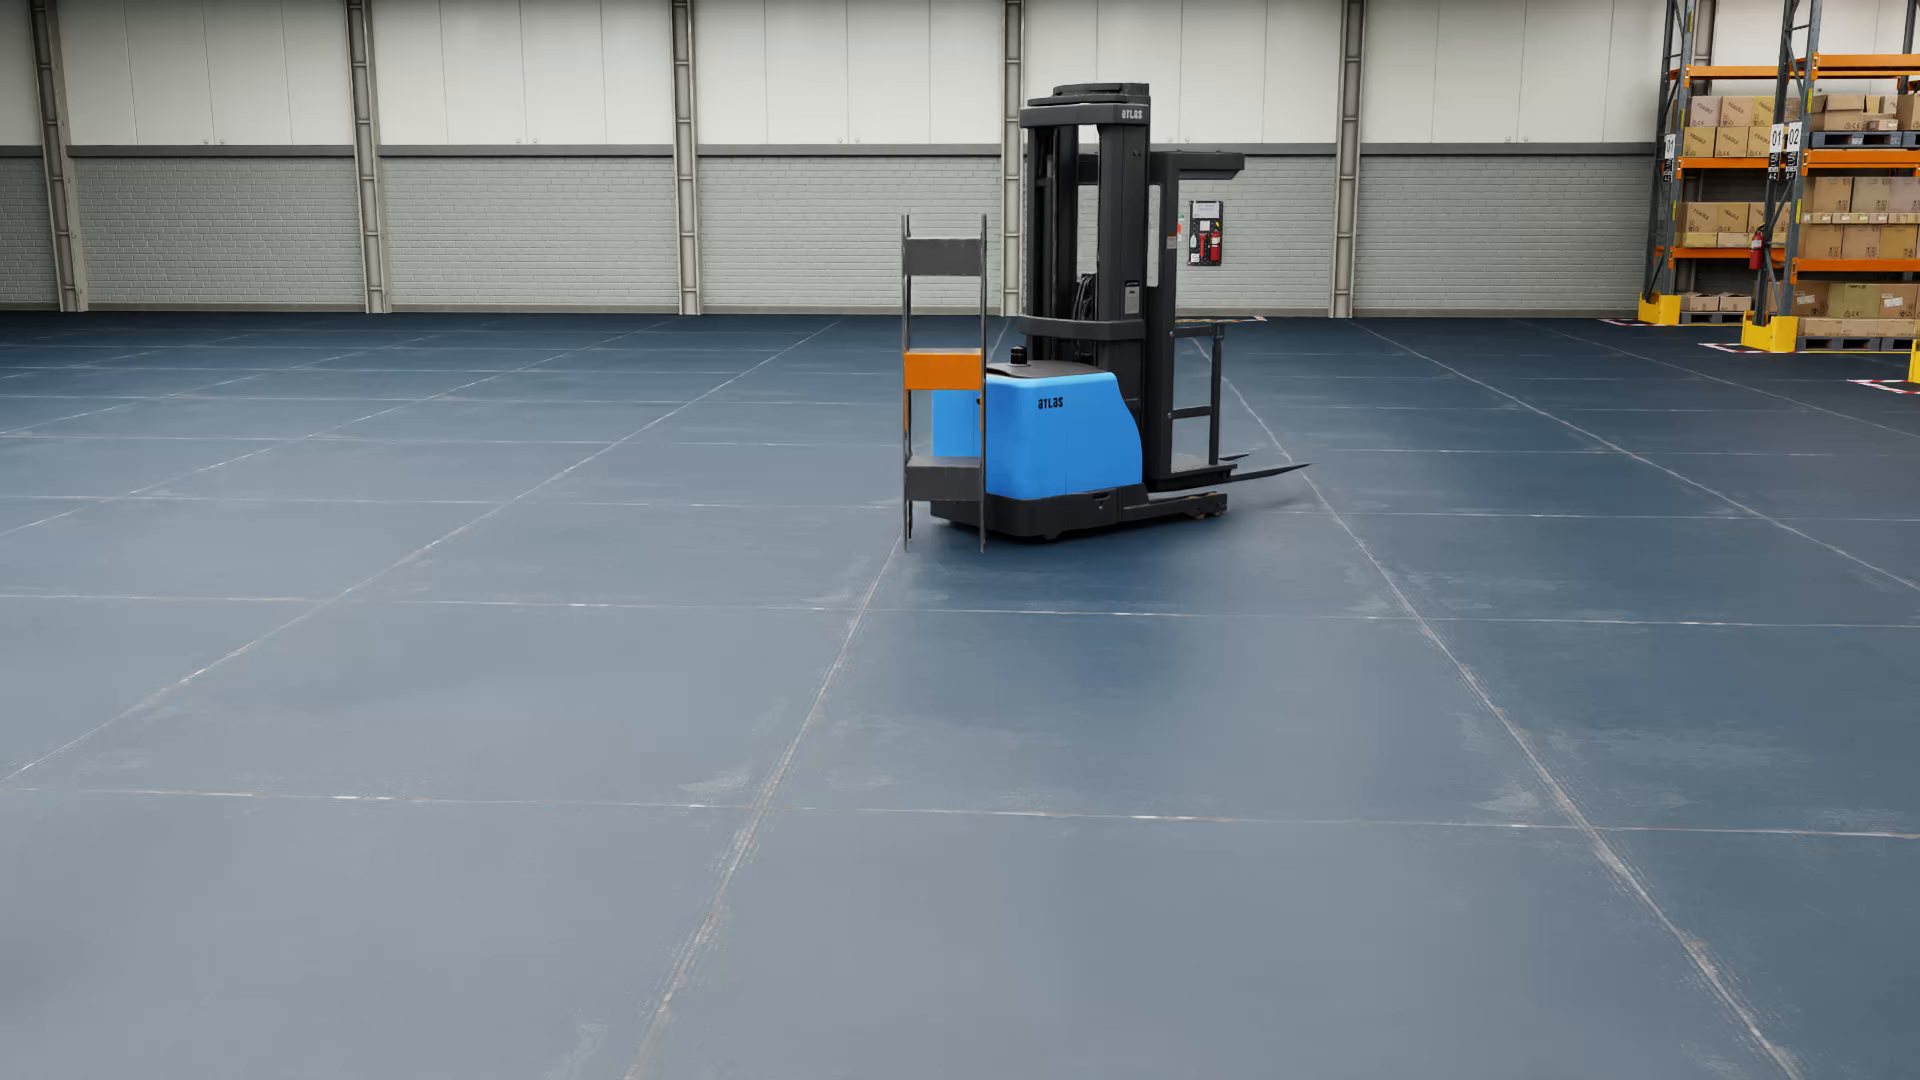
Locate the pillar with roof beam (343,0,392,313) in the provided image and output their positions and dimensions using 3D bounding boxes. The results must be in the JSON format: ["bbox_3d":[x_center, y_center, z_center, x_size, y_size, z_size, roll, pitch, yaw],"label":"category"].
[{"bbox_3d":[-11.307,-7.842,26.428,0.400,9.000,9.100,1,12,4],"label":"pillar with roof beam"}]

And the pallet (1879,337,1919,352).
[{"bbox_3d":[13.823,-2.893,24.233,1.213,0.211,1.003,1,12,4],"label":"pallet"}]

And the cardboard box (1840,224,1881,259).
[{"bbox_3d":[12.832,-4.311,23.956,0.500,0.500,0.700,1,12,5],"label":"cardboard box"}]

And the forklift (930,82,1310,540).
[{"bbox_3d":[1.264,-1.654,11.665,3.031,2.935,1.130,-9,15,-38],"label":"forklift"}]

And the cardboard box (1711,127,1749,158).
[{"bbox_3d":[13.021,-6.746,28.222,0.500,0.500,0.500,2,12,8],"label":"cardboard box"}]

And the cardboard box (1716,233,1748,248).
[{"bbox_3d":[13.155,-5.150,28.529,0.500,0.250,0.500,0,12,2],"label":"cardboard box"}]

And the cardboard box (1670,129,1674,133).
[{"bbox_3d":[12.604,-6.862,28.778,0.500,0.500,0.500,2,12,8],"label":"cardboard box"}]

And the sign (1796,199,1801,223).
[{"bbox_3d":[11.800,-4.626,23.401,0.005,0.325,0.100,1,12,4],"label":"sign"}]

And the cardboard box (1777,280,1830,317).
[{"bbox_3d":[12.398,-3.557,24.457,0.500,0.500,0.500,1,12,4],"label":"cardboard box"}]

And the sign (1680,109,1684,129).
[{"bbox_3d":[12.134,-7.074,27.951,0.005,0.325,0.100,1,12,4],"label":"sign"}]

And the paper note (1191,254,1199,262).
[{"bbox_3d":[4.305,-5.165,30.437,0.142,0.148,0.016,1,12,4],"label":"paper note"}]

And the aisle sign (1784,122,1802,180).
[{"bbox_3d":[11.757,-5.488,23.478,0.004,0.787,0.394,1,12,4],"label":"aisle sign"}]

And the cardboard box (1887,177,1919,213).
[{"bbox_3d":[13.389,-4.939,23.789,0.500,0.500,0.700,1,12,4],"label":"cardboard box"}]

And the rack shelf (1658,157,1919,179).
[{"bbox_3d":[14.166,-6.378,28.513,4.000,0.370,1.077,1,12,4],"label":"rack shelf"}]

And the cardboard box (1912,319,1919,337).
[{"bbox_3d":[13.860,-3.063,23.926,0.500,0.250,0.500,1,12,4],"label":"cardboard box"}]

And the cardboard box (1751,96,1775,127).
[{"bbox_3d":[13.548,-7.229,28.089,0.500,0.500,0.500,1,12,5],"label":"cardboard box"}]

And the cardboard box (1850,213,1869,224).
[{"bbox_3d":[12.733,-4.588,23.694,0.250,0.149,0.380,1,12,4],"label":"cardboard box"}]

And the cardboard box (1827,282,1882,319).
[{"bbox_3d":[12.862,-3.445,23.918,0.500,0.500,0.500,1,12,4],"label":"cardboard box"}]

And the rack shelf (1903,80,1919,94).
[{"bbox_3d":[18.157,-7.596,27.985,4.000,0.370,1.077,1,12,4],"label":"rack shelf"}]

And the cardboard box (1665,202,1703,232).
[{"bbox_3d":[12.655,-5.630,28.991,0.500,0.500,0.500,1,12,3],"label":"cardboard box"}]

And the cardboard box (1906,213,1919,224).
[{"bbox_3d":[13.506,-4.577,23.644,0.250,0.149,0.380,1,12,3],"label":"cardboard box"}]

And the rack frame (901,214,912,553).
[{"bbox_3d":[-0.337,-0.986,10.501,0.015,2.100,0.400,1,12,3],"label":"rack frame"}]

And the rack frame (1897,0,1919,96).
[{"bbox_3d":[16.162,-8.171,28.002,0.127,3.000,1.000,1,12,4],"label":"rack frame"}]

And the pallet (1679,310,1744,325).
[{"bbox_3d":[13.055,-3.905,29.070,1.213,0.211,1.003,1,12,4],"label":"pallet"}]

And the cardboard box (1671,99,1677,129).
[{"bbox_3d":[12.618,-7.353,28.683,0.500,0.500,0.500,1,12,6],"label":"cardboard box"}]

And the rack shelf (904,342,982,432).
[{"bbox_3d":[-0.094,-0.969,10.490,0.480,0.518,0.431,1,12,3],"label":"rack shelf"}]

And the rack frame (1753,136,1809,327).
[{"bbox_3d":[11.843,-4.277,24.039,0.127,3.000,1.000,1,12,4],"label":"rack frame"}]

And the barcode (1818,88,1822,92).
[{"bbox_3d":[14.803,-7.740,28.625,0.075,0.075,0.001,1,12,4],"label":"barcode"}]

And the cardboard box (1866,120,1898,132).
[{"bbox_3d":[13.005,-5.844,23.451,0.250,0.149,0.380,1,12,4],"label":"cardboard box"}]

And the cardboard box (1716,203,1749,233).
[{"bbox_3d":[13.119,-5.516,28.447,0.500,0.500,0.500,1,12,4],"label":"cardboard box"}]

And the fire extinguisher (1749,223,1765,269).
[{"bbox_3d":[11.756,-4.336,24.509,0.183,0.674,0.296,1,12,4],"label":"fire extinguisher"}]

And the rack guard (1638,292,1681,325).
[{"bbox_3d":[12.246,-4.065,29.128,0.348,0.500,1.175,1,12,4],"label":"rack guard"}]

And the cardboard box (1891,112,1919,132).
[{"bbox_3d":[13.565,-6.006,23.830,0.500,0.311,0.500,2,12,10],"label":"cardboard box"}]

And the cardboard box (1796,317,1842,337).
[{"bbox_3d":[12.363,-3.084,24.026,0.500,0.250,0.500,1,12,4],"label":"cardboard box"}]

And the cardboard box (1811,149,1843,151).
[{"bbox_3d":[14.582,-6.727,28.133,0.500,0.500,0.500,0,12,2],"label":"cardboard box"}]

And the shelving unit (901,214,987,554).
[{"bbox_3d":[-0.094,-0.983,10.487,0.503,2.100,0.431,1,12,3],"label":"shelving unit"}]

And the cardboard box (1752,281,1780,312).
[{"bbox_3d":[14.152,-4.225,28.821,0.500,0.500,0.700,0,12,0],"label":"cardboard box"}]

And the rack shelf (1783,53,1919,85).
[{"bbox_3d":[13.839,-6.638,23.409,4.000,0.370,1.077,1,12,4],"label":"rack shelf"}]

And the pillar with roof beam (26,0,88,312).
[{"bbox_3d":[-17.294,-7.924,26.820,0.400,9.000,9.100,1,12,4],"label":"pillar with roof beam"}]

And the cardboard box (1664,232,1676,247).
[{"bbox_3d":[12.650,-5.259,29.050,0.500,0.250,0.500,1,12,5],"label":"cardboard box"}]
